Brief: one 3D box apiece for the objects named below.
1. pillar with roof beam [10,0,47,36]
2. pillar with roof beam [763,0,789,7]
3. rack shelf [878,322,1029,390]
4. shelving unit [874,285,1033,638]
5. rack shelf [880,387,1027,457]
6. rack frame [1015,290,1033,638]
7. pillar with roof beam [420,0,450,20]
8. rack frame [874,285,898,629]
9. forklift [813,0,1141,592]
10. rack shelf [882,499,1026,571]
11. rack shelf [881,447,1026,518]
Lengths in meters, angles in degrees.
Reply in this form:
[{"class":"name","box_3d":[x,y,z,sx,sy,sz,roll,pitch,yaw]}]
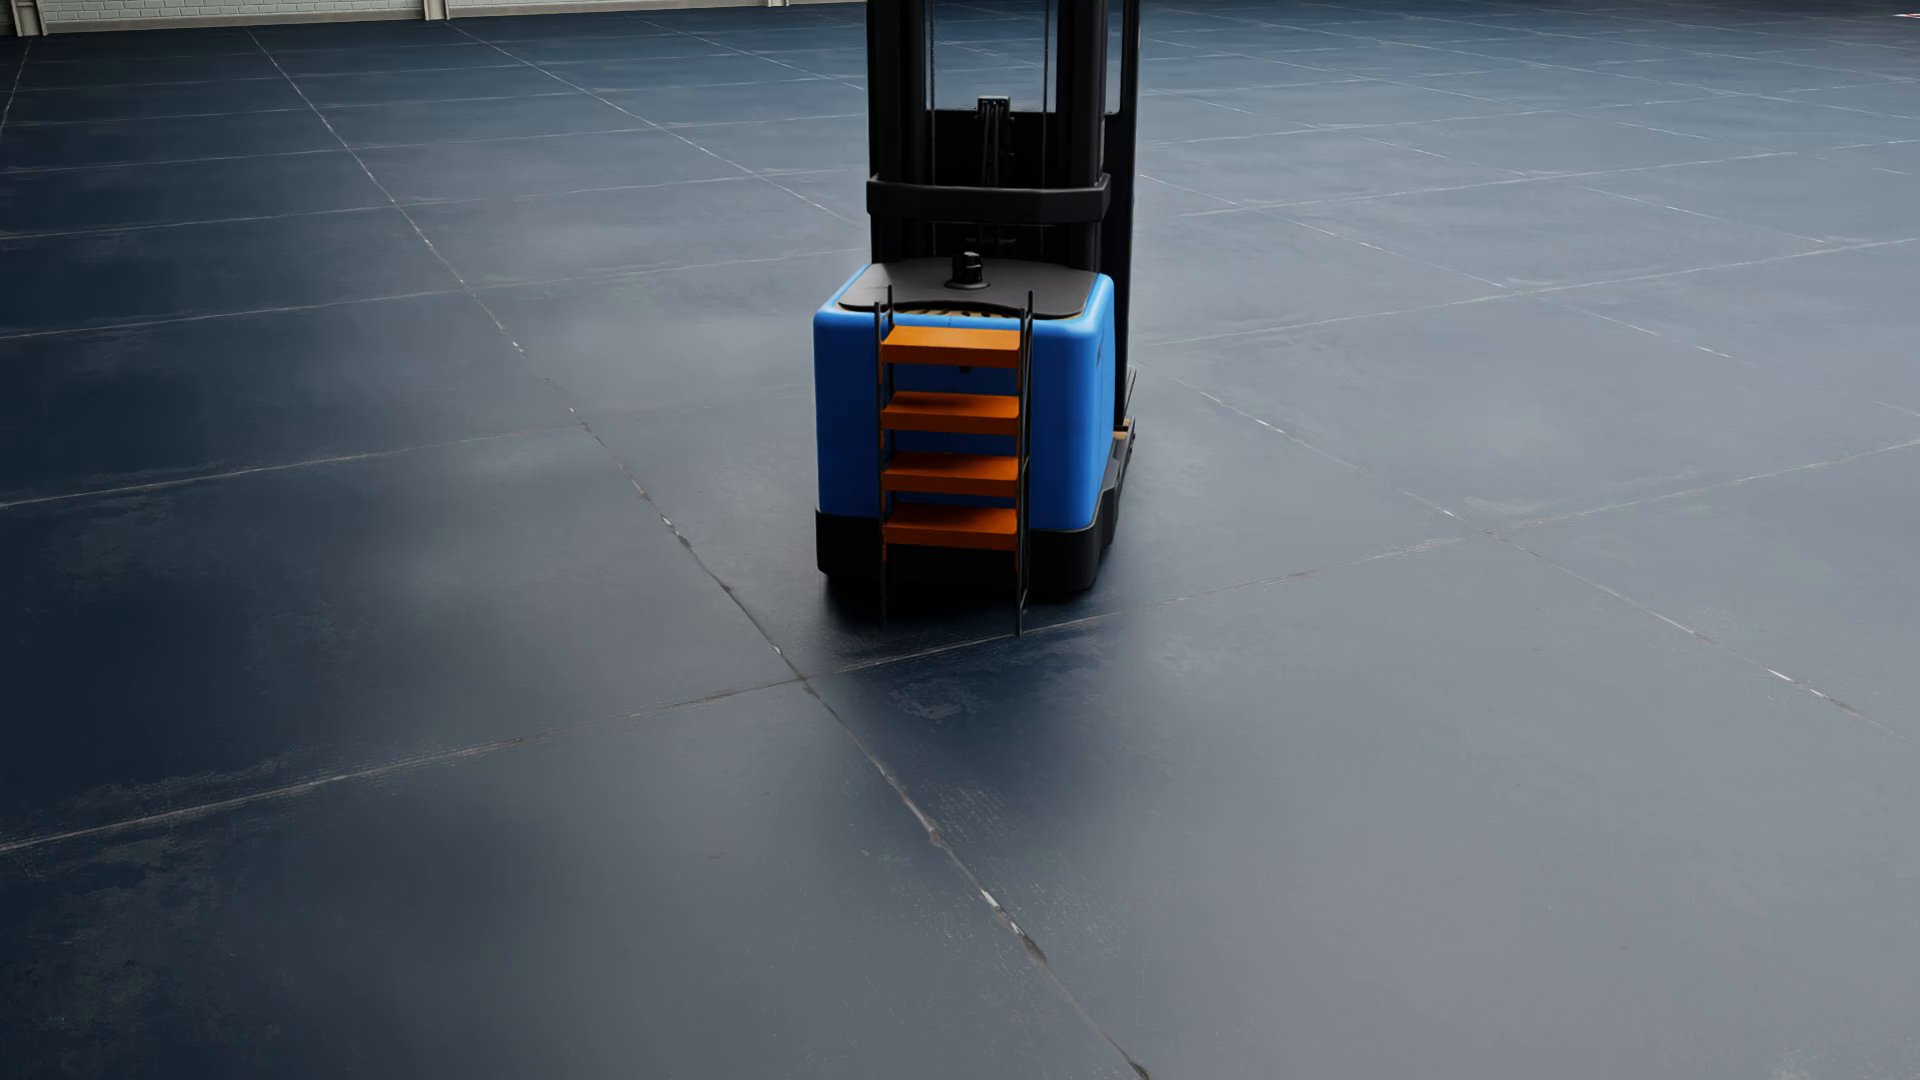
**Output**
[{"class":"pillar with roof beam","box_3d":[-12.289,-10.386,20.074,0.400,9.000,9.100,-10,25,-24]},{"class":"pillar with roof beam","box_3d":[-1.476,-12.376,24.883,0.400,9.000,9.100,-10,25,-24]},{"class":"rack shelf","box_3d":[-0.017,-0.629,5.674,0.480,0.148,0.258,3,23,8]},{"class":"shelving unit","box_3d":[-0.017,-0.266,5.824,0.503,1.200,0.258,3,23,8]},{"class":"rack shelf","box_3d":[-0.017,-0.411,5.765,0.480,0.148,0.258,3,23,8]},{"class":"rack frame","box_3d":[0.224,-0.252,5.789,0.015,1.200,0.240,3,23,8]},{"class":"pillar with roof beam","box_3d":[-6.883,-11.381,22.479,0.400,9.000,9.100,-10,25,-24]},{"class":"rack frame","box_3d":[-0.258,-0.281,5.860,0.015,1.200,0.240,3,23,8]},{"class":"forklift","box_3d":[0.212,-1.695,7.012,1.130,2.935,3.031,4,23,9]},{"class":"rack shelf","box_3d":[-0.017,-0.021,5.926,0.480,0.148,0.258,3,23,8]},{"class":"rack shelf","box_3d":[-0.017,-0.204,5.850,0.480,0.148,0.258,3,23,8]}]
